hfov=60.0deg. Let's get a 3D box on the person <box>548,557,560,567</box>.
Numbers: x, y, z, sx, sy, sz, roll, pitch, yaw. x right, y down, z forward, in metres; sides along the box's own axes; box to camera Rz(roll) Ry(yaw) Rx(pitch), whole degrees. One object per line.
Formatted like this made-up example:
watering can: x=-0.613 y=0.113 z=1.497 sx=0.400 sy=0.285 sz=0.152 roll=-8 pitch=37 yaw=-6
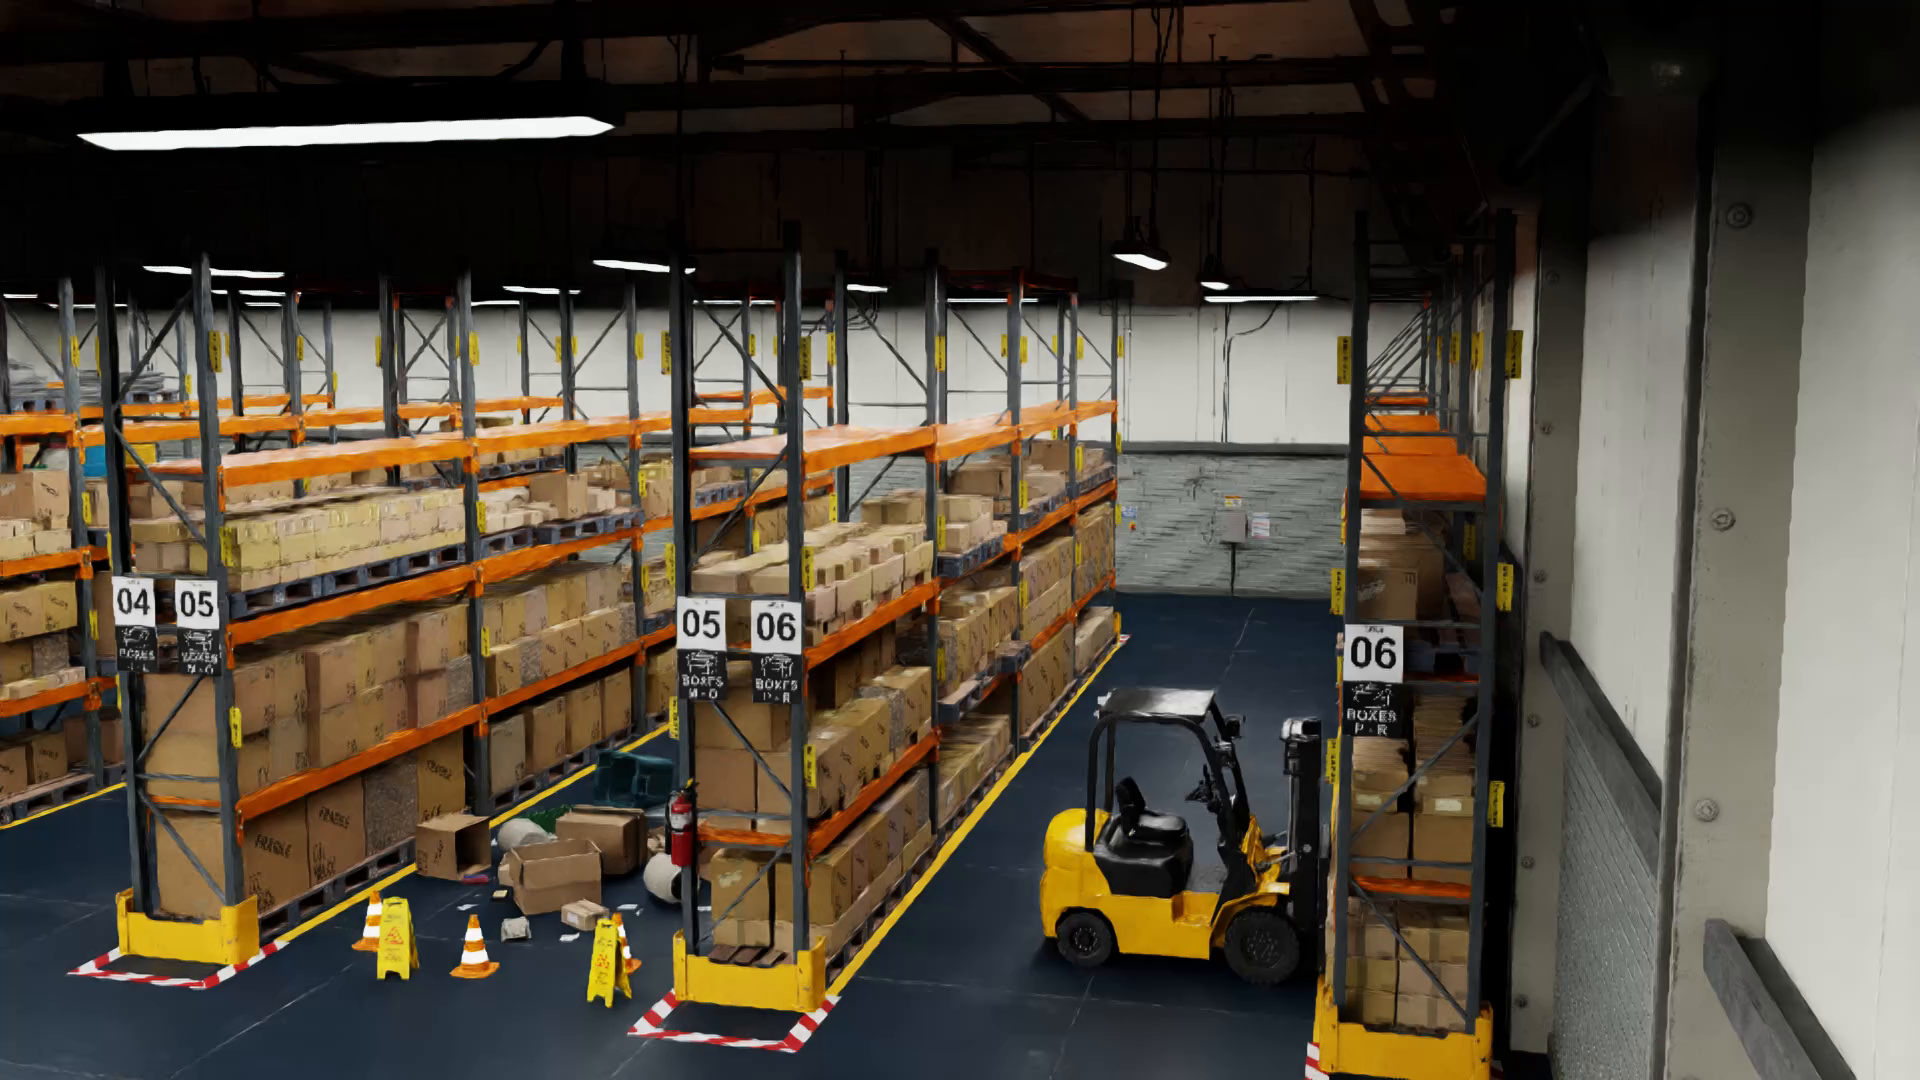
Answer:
person: x=-6.545 y=1.055 z=26.963 sx=0.543 sy=1.648 sz=1.115 roll=2 pitch=7 yaw=16
